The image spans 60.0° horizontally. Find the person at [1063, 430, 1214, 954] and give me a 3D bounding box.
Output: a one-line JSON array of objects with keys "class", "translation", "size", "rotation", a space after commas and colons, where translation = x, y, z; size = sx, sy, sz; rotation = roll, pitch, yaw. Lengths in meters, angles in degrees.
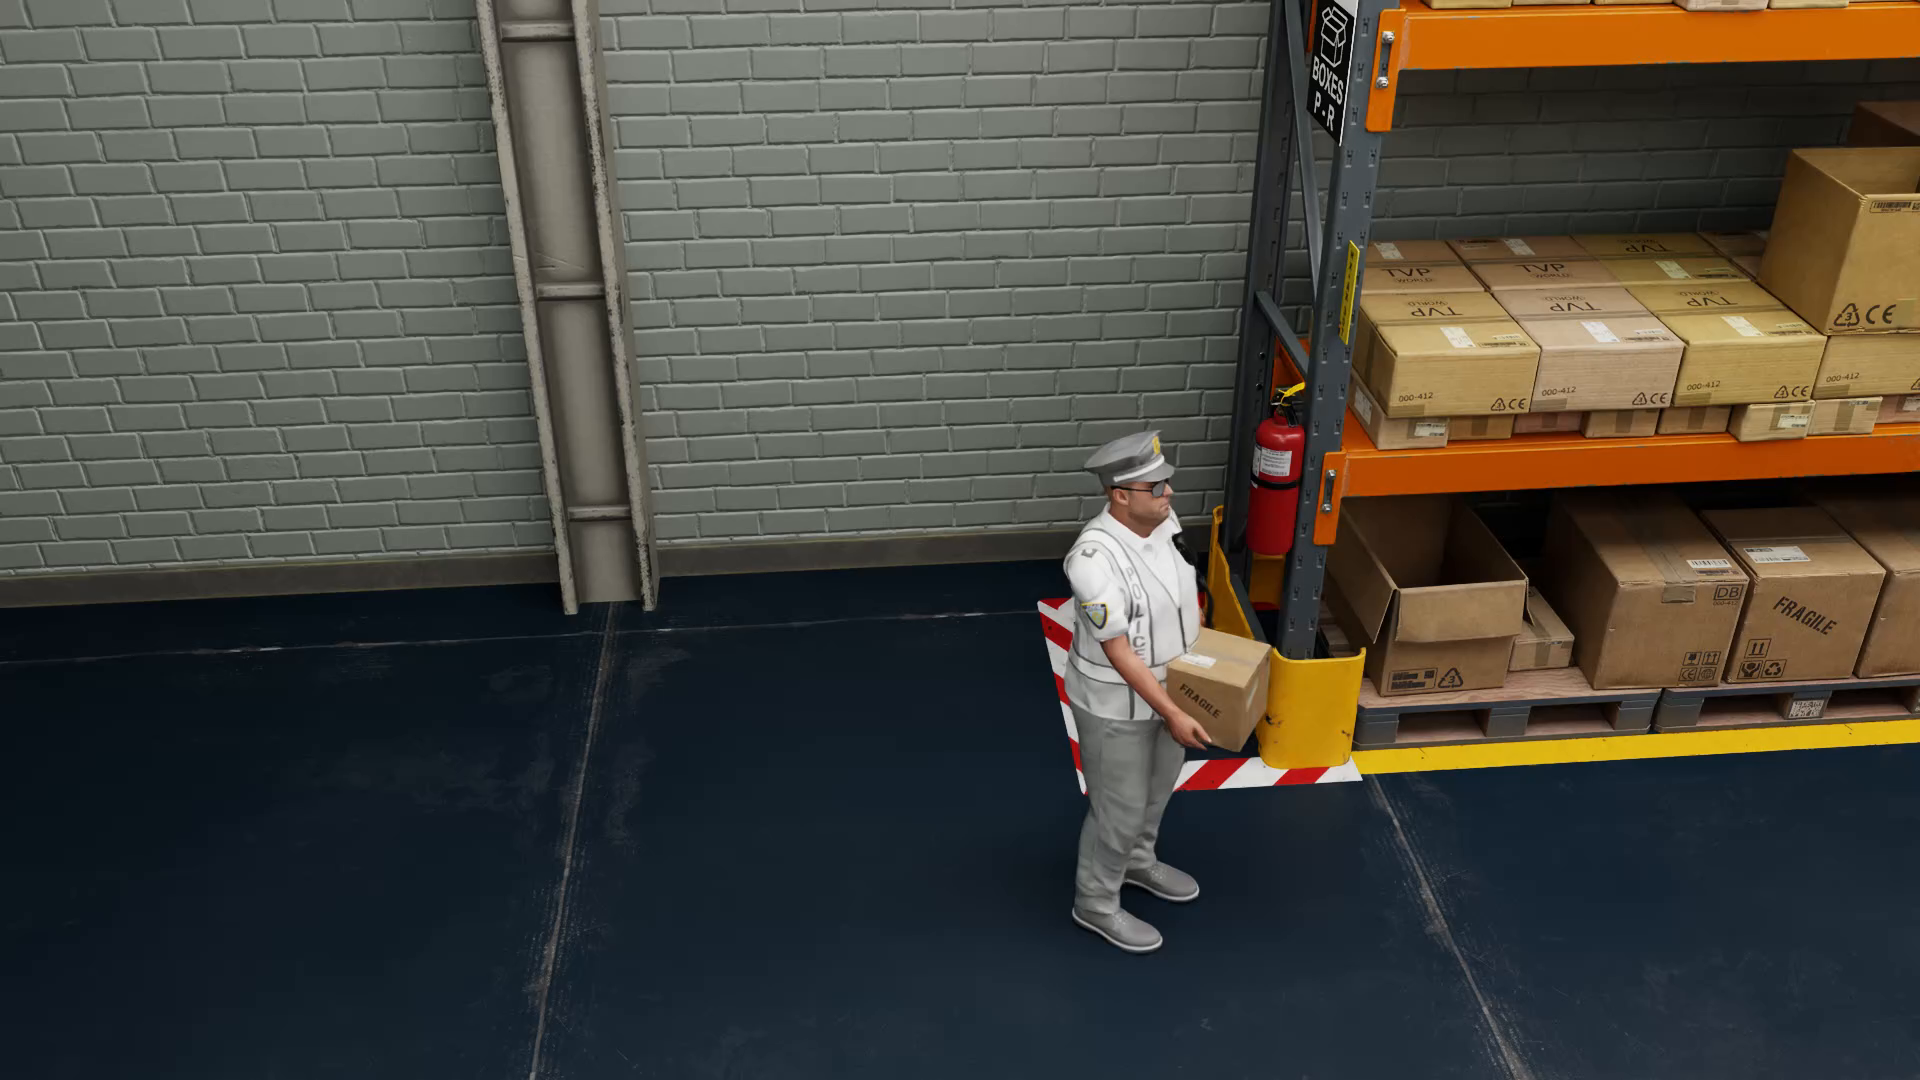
[{"class": "person", "translation": [0.622, 0.489, 5.282], "size": [0.555, 1.776, 0.503], "rotation": [20, 36, 30]}]
